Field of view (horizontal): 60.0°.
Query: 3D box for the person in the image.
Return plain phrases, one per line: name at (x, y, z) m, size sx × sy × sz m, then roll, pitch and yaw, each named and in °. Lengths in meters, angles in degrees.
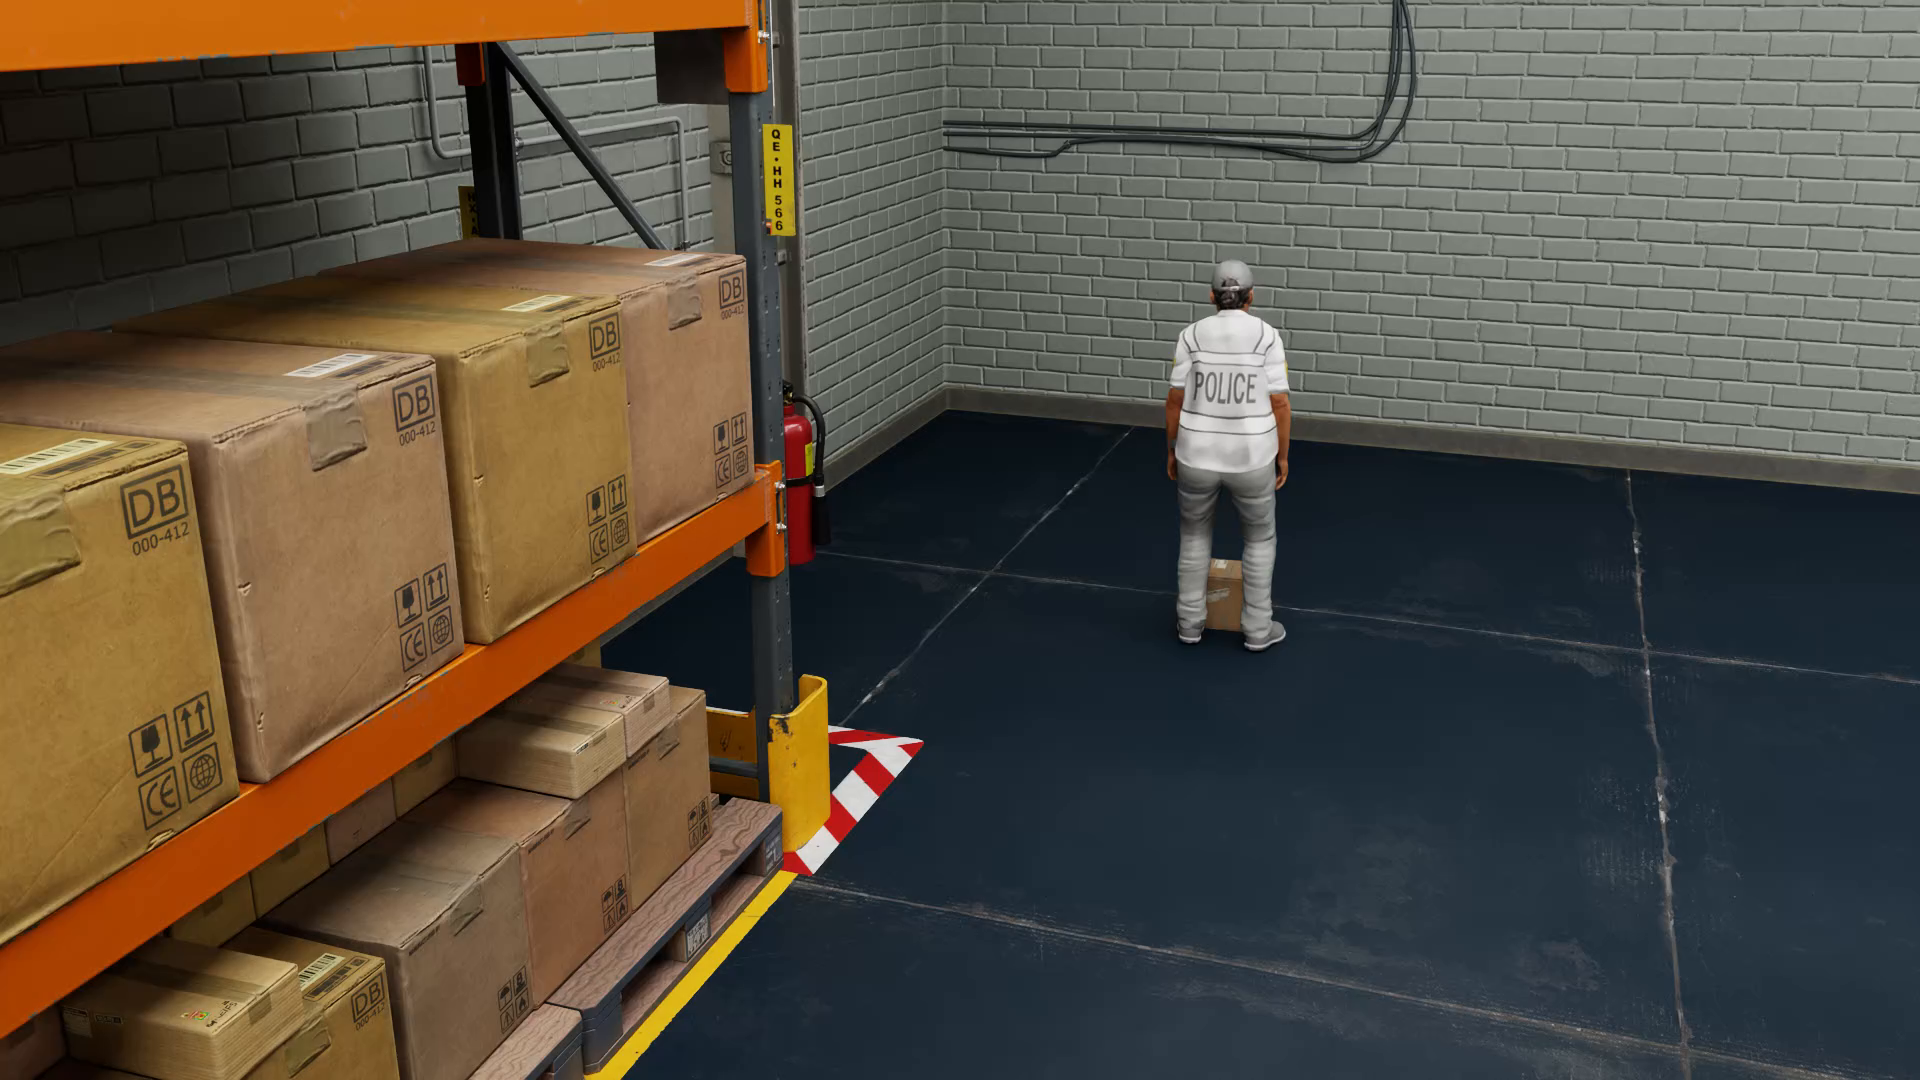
person at (1.152, -0.353, 7.091) m, size 0.553 × 1.665 × 0.468 m, roll 5°, pitch 19°, yaw 15°
